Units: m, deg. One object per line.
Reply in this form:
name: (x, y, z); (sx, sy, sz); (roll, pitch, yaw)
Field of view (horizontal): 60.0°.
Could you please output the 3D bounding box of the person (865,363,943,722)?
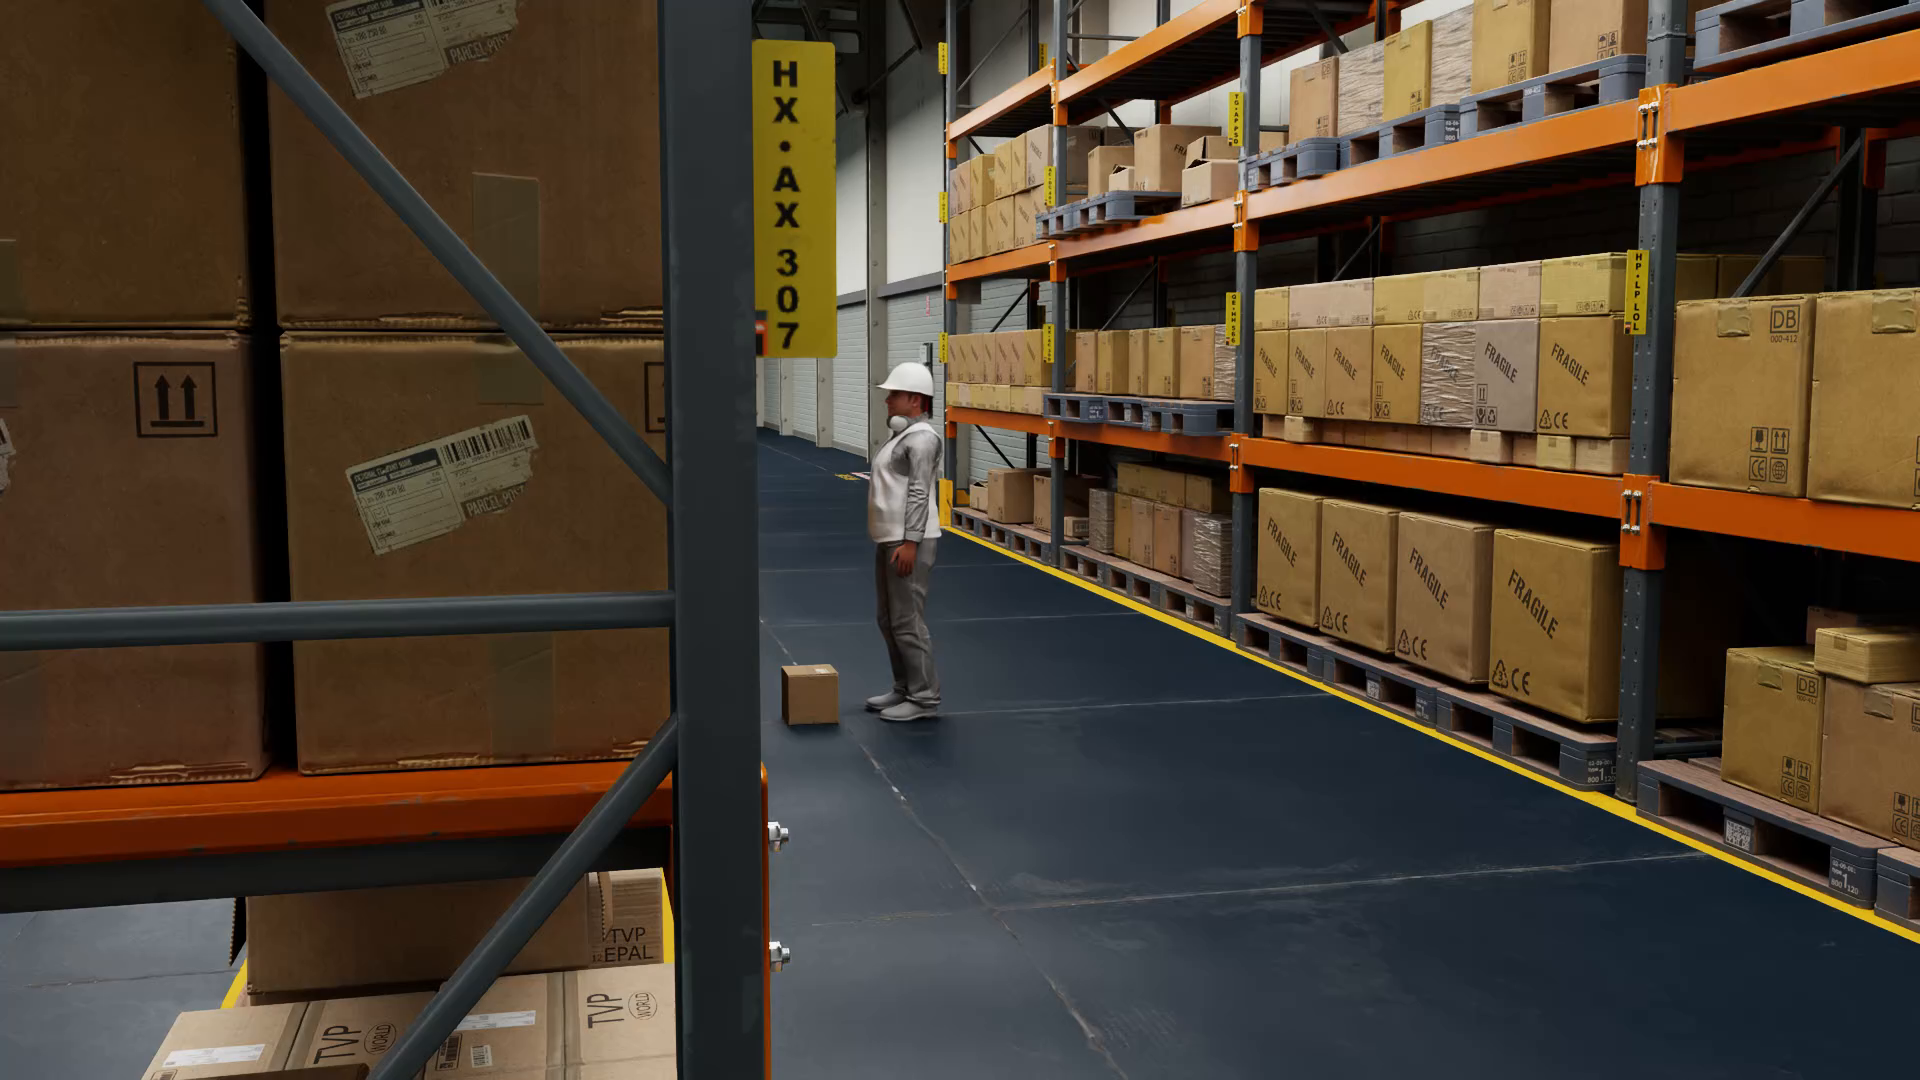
person: (-0.280, 0.005, 8.304); (0.357, 1.771, 0.531); (-1, 6, -12)
